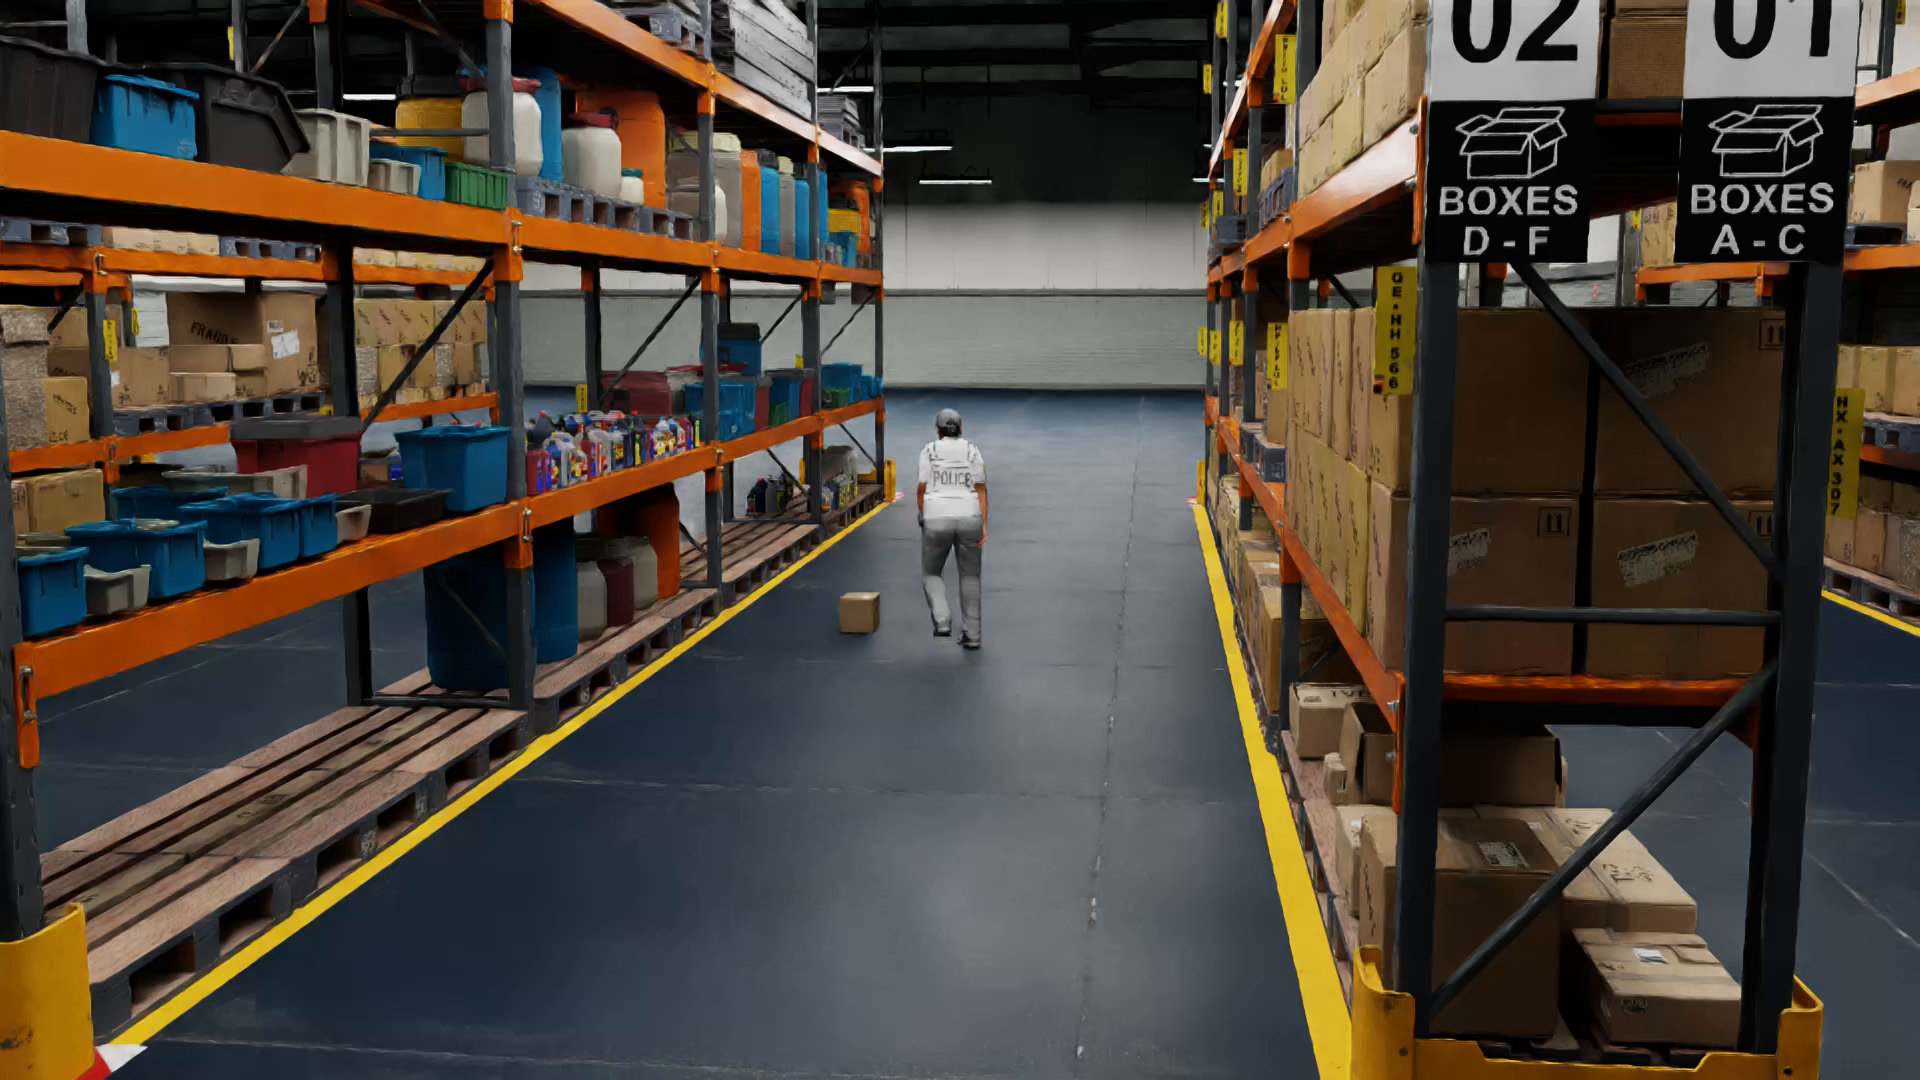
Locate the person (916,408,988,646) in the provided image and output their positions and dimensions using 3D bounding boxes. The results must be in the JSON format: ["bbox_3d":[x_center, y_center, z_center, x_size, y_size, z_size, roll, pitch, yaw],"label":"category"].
[{"bbox_3d":[-0.054,-0.082,11.482,0.486,1.641,0.679,-2,8,-12],"label":"person"}]
